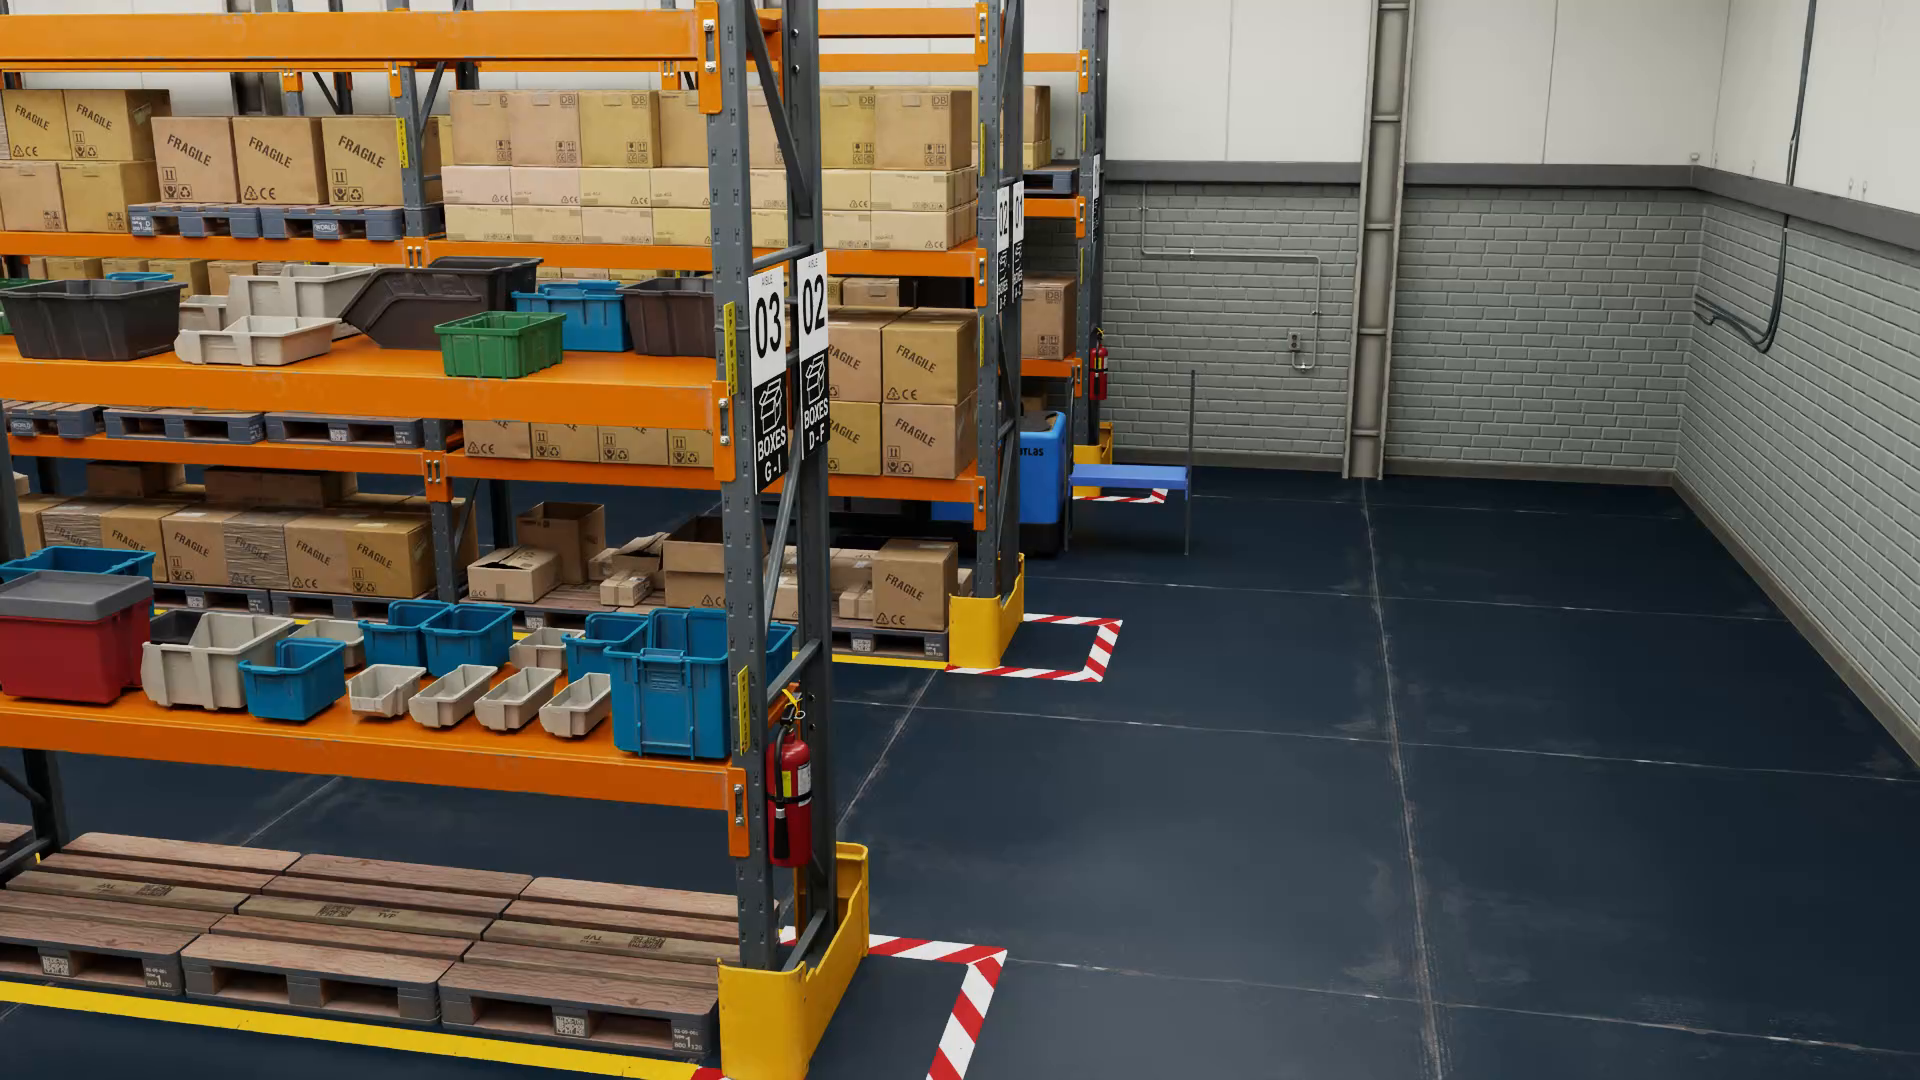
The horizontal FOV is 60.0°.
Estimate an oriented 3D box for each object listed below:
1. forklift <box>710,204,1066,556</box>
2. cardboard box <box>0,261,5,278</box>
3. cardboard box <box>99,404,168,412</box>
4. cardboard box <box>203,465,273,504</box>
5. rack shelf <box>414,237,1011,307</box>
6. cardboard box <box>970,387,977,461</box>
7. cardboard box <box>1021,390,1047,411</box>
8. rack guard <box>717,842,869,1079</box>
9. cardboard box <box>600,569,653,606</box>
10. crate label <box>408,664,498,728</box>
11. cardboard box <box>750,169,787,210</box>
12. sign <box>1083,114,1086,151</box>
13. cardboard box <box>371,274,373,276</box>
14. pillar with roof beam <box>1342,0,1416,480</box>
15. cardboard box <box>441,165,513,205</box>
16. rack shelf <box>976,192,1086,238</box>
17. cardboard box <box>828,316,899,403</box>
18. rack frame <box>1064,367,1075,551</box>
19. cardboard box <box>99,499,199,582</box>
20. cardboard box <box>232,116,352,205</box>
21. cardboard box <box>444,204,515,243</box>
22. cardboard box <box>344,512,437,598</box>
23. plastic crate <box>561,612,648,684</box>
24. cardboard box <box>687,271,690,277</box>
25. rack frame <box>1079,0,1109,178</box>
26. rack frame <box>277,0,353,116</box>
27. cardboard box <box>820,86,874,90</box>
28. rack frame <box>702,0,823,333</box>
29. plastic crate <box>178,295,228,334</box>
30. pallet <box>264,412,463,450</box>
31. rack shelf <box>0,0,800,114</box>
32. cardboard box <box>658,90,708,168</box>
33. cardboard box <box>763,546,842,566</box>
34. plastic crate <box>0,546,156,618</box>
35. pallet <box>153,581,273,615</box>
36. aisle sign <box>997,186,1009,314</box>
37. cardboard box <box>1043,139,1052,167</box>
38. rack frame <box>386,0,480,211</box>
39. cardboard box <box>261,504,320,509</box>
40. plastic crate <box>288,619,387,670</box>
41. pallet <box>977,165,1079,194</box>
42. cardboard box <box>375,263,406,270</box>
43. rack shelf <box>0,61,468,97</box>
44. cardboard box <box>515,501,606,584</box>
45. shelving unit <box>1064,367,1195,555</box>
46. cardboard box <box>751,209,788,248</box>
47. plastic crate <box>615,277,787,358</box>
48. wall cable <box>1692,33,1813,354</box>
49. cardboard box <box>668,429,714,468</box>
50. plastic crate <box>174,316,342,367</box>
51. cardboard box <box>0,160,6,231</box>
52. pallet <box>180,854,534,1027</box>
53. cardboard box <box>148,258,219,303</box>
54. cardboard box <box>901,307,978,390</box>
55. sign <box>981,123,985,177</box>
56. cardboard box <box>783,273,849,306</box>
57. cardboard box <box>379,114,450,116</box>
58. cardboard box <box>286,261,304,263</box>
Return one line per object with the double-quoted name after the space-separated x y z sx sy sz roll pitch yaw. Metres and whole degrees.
-0.619 -1.436 14.184 3.031 2.935 1.130 2 16 8 "forklift"
-10.921 -3.033 18.661 0.500 0.500 0.500 3 16 10 "cardboard box"
-6.068 -1.294 12.569 0.500 0.500 0.700 6 17 22 "cardboard box"
-5.543 -0.471 13.027 0.500 0.250 0.500 3 16 10 "cardboard box"
-1.686 -1.925 11.552 4.000 0.370 1.077 3 16 11 "rack shelf"
-0.109 -0.861 11.794 0.500 0.500 0.500 3 16 12 "cardboard box"
0.713 -1.383 16.548 0.250 0.149 0.380 3 16 11 "cardboard box"
-0.691 1.778 7.137 0.348 0.500 1.175 3 16 11 "rack guard"
-2.428 0.343 12.119 0.250 0.166 0.380 3 16 11 "cardboard box"
-2.111 0.650 6.908 0.243 0.136 0.396 3 16 11 "crate label"
-1.260 -2.349 11.079 0.500 0.250 0.500 3 16 11 "cardboard box"
1.135 -3.709 15.134 0.005 0.325 0.100 3 16 11 "sign"
-6.158 -2.550 17.297 0.500 0.500 0.500 4 16 13 "cardboard box"
3.217 -3.864 11.584 0.400 9.000 9.100 3 16 11 "pillar with roof beam"
-3.219 -2.456 11.466 0.500 0.250 0.500 3 16 11 "cardboard box"
-0.703 -3.221 16.231 4.000 0.370 1.077 3 16 11 "rack shelf"
-0.713 -1.229 11.248 0.500 0.500 0.500 4 16 13 "cardboard box"
0.937 -0.696 14.196 0.032 1.500 0.500 2 16 8 "rack frame"
-6.172 0.000 12.730 0.500 0.500 0.500 3 16 10 "cardboard box"
-4.785 -2.753 12.031 0.600 0.600 0.600 3 16 10 "cardboard box"
-3.219 -2.216 11.533 0.500 0.250 0.500 3 16 11 "cardboard box"
-4.187 0.108 12.340 0.500 0.500 0.500 3 16 11 "cardboard box"
-1.539 0.493 7.295 0.300 0.233 0.416 3 16 11 "plastic crate"
-3.063 -2.521 17.190 0.500 0.500 0.500 3 16 9 "cardboard box"
1.257 -4.907 15.351 0.127 3.000 1.000 3 16 11 "rack frame"
-6.583 -5.333 16.887 0.127 3.000 1.000 3 16 11 "rack frame"
-1.030 -4.052 15.786 0.500 0.500 0.500 3 16 11 "cardboard box"
-0.717 -2.316 5.995 0.127 3.000 1.000 3 16 11 "rack frame"
-3.315 -0.988 7.314 0.466 0.136 0.293 3 16 11 "plastic crate"
-4.408 -0.911 12.523 1.213 0.211 1.003 3 16 11 "pallet"
-2.677 -1.883 6.528 4.000 0.370 1.077 3 16 11 "rack shelf"
-1.689 -2.817 11.364 0.500 0.500 0.700 3 16 11 "cardboard box"
-1.183 0.237 12.345 0.500 0.250 0.500 3 16 11 "cardboard box"
-4.112 0.277 7.790 0.575 0.384 0.392 3 16 11 "plastic crate"
-5.650 0.313 12.966 1.213 0.211 1.003 3 16 11 "pallet"
0.279 -1.889 10.823 0.004 0.787 0.394 3 16 11 "aisle sign"
0.591 -3.743 16.074 0.500 0.250 0.500 4 16 14 "cardboard box"
-3.646 -3.824 11.440 0.127 3.000 1.000 3 16 11 "rack frame"
-5.085 -0.084 13.034 0.500 0.500 0.500 3 16 12 "cardboard box"
-2.871 0.475 7.540 0.466 0.136 0.293 3 16 11 "plastic crate"
0.528 -3.456 15.896 1.213 0.211 1.003 3 16 11 "pallet"
-5.662 -2.884 17.099 0.500 0.250 0.500 3 16 10 "cardboard box"
-5.606 -3.391 11.974 4.000 0.370 1.077 3 16 11 "rack shelf"
-3.031 0.016 12.674 0.500 0.500 0.500 3 16 11 "cardboard box"
1.441 -0.677 14.128 1.048 1.500 0.538 2 16 8 "shelving unit"
-1.263 -2.104 11.132 0.500 0.250 0.500 3 16 11 "cardboard box"
-1.039 -0.901 6.750 0.590 0.269 0.497 3 16 11 "plastic crate"
6.728 -3.017 14.342 0.112 2.526 3.097 3 16 11 "wall cable"
-1.710 -0.802 11.583 0.500 0.500 0.500 3 16 10 "cardboard box"
-2.792 -0.788 6.593 0.530 0.136 0.437 3 16 11 "plastic crate"
-7.132 -2.625 12.543 0.500 0.500 0.910 3 16 11 "cardboard box"
-2.710 1.800 7.599 1.213 0.211 1.003 3 16 11 "pallet"
-8.270 -2.785 17.915 0.500 0.500 0.700 3 16 11 "cardboard box"
-0.109 -1.343 11.660 0.500 0.500 0.500 4 16 13 "cardboard box"
0.143 -2.448 10.434 0.005 0.325 0.100 3 16 11 "sign"
-1.420 -2.300 16.615 0.700 0.700 0.980 3 16 10 "cardboard box"
-5.566 -4.122 17.125 0.500 0.500 0.700 2 16 8 "cardboard box"
-6.927 -3.025 17.567 0.250 0.149 0.380 1 16 4 "cardboard box"
